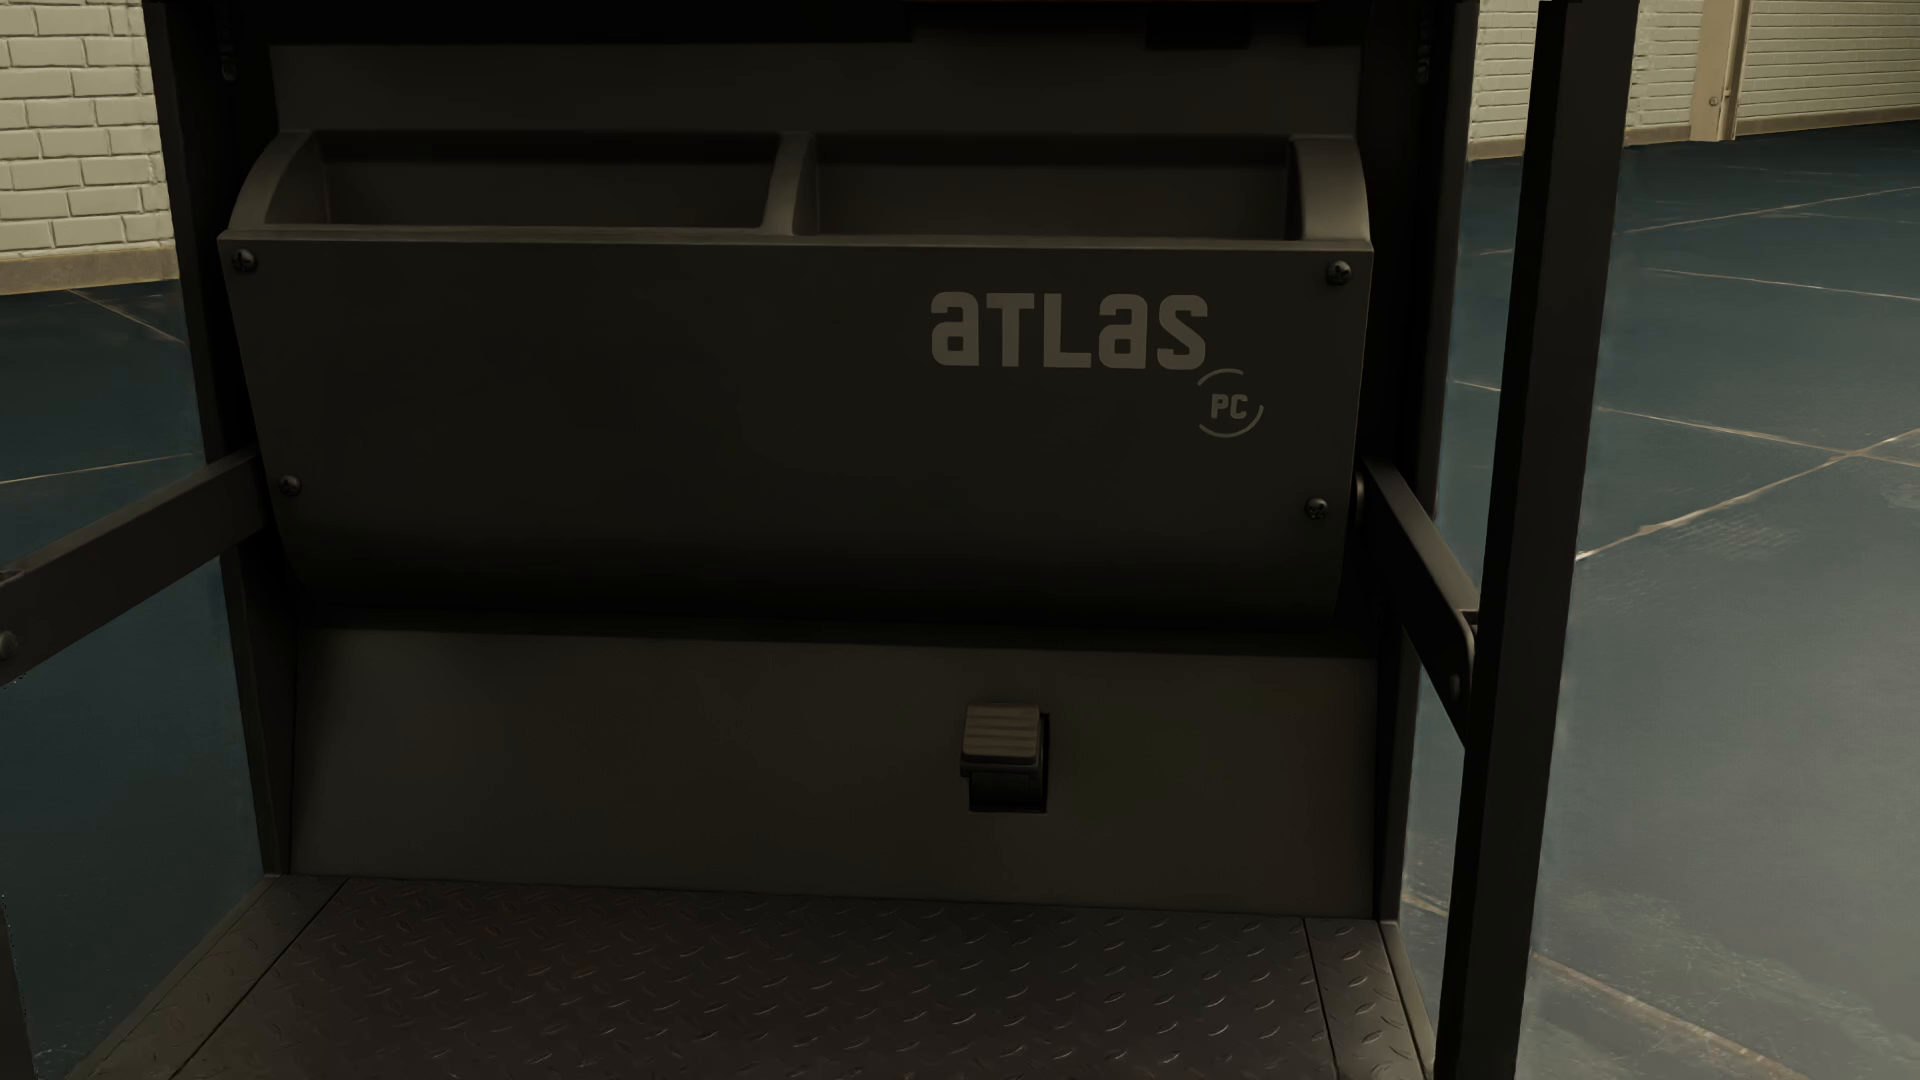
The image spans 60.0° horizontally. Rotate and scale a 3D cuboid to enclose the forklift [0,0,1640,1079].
[{"bbox_3d":[-0.152,-0.659,1.045,1.130,2.935,3.031,1,17,4],"label":"forklift"}]
